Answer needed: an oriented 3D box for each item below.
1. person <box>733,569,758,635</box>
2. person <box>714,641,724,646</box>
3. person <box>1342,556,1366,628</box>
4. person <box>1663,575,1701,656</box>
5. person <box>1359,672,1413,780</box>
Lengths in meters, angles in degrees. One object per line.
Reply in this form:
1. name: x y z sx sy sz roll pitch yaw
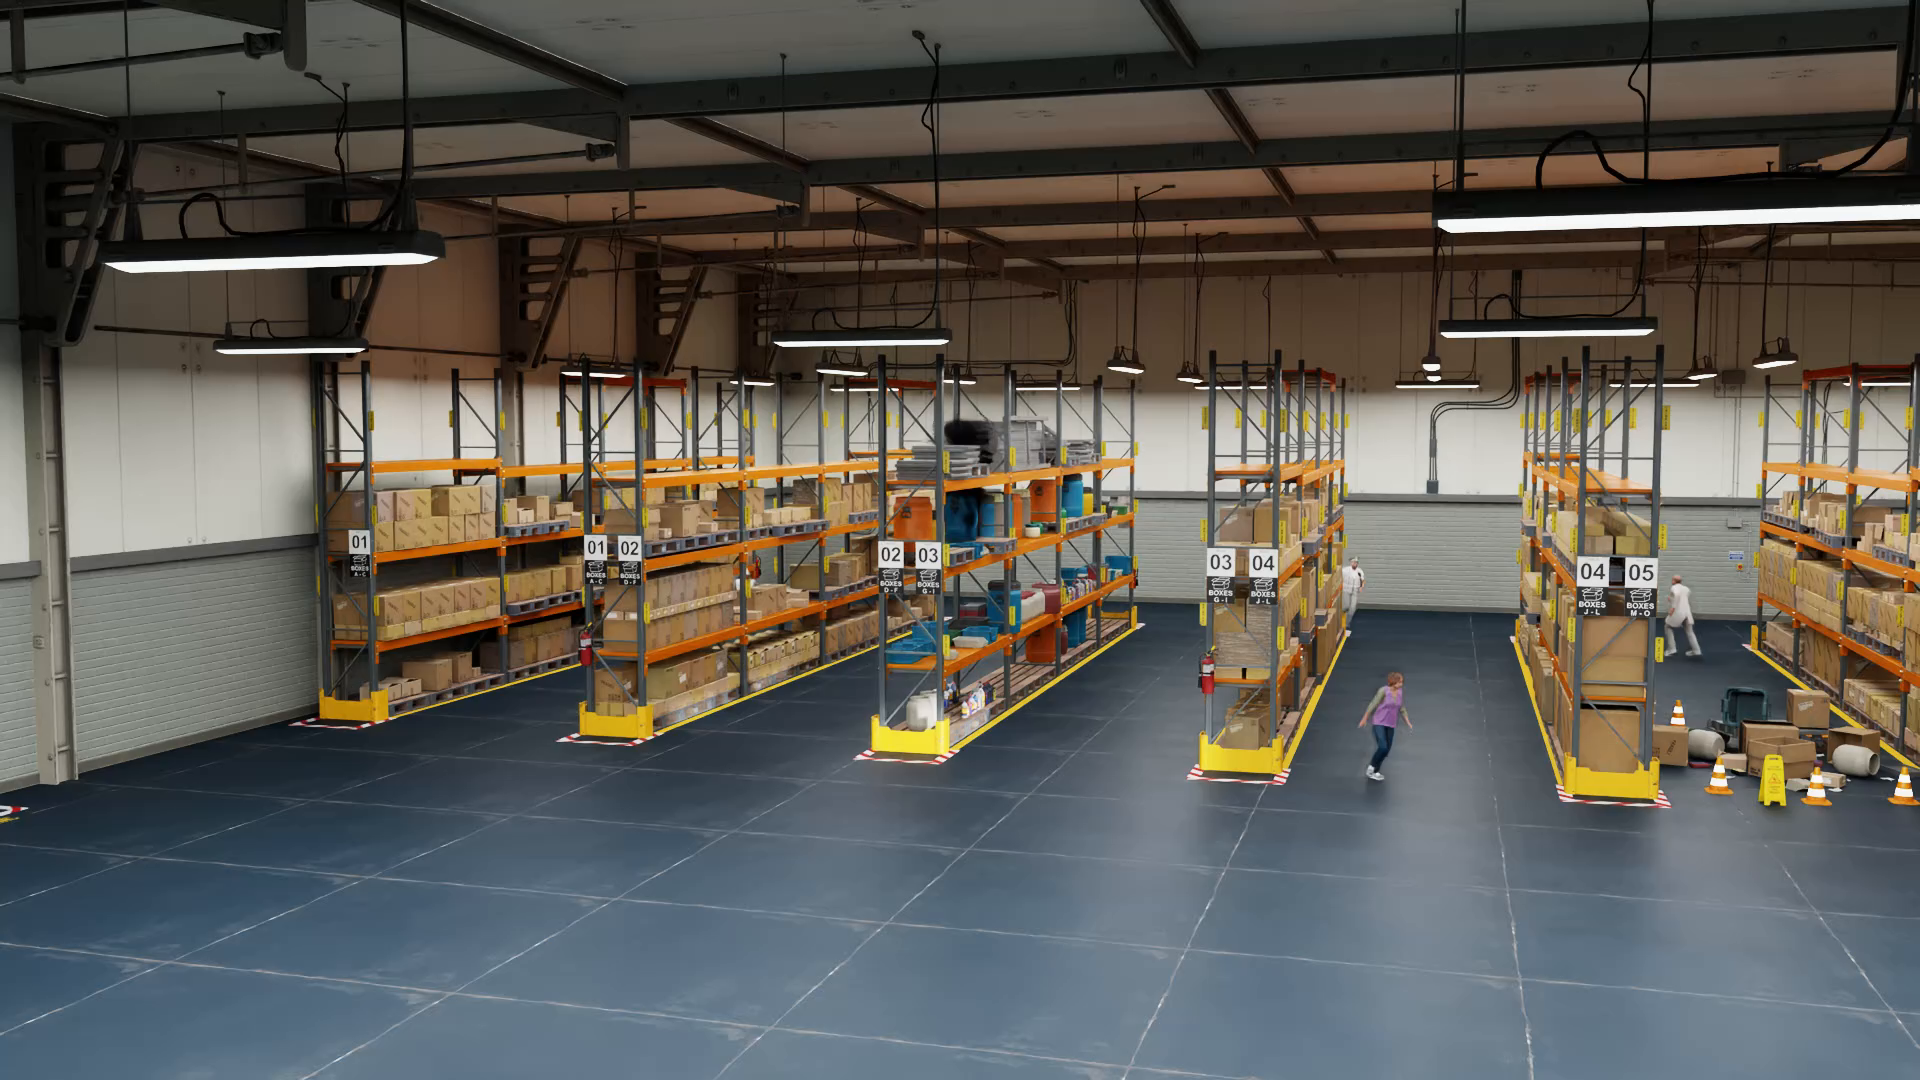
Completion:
1. person: -4.815 1.484 37.349 0.683 1.709 0.700 0 4 -1
2. person: -5.008 1.709 34.293 0.558 1.745 0.817 2 4 22
3. person: 9.519 1.255 40.428 0.710 1.730 0.562 -1 4 -8
4. person: 15.284 1.622 35.237 0.700 1.756 1.061 -1 4 -17
5. person: 5.924 2.590 23.078 0.545 1.533 0.603 -2 5 -29
